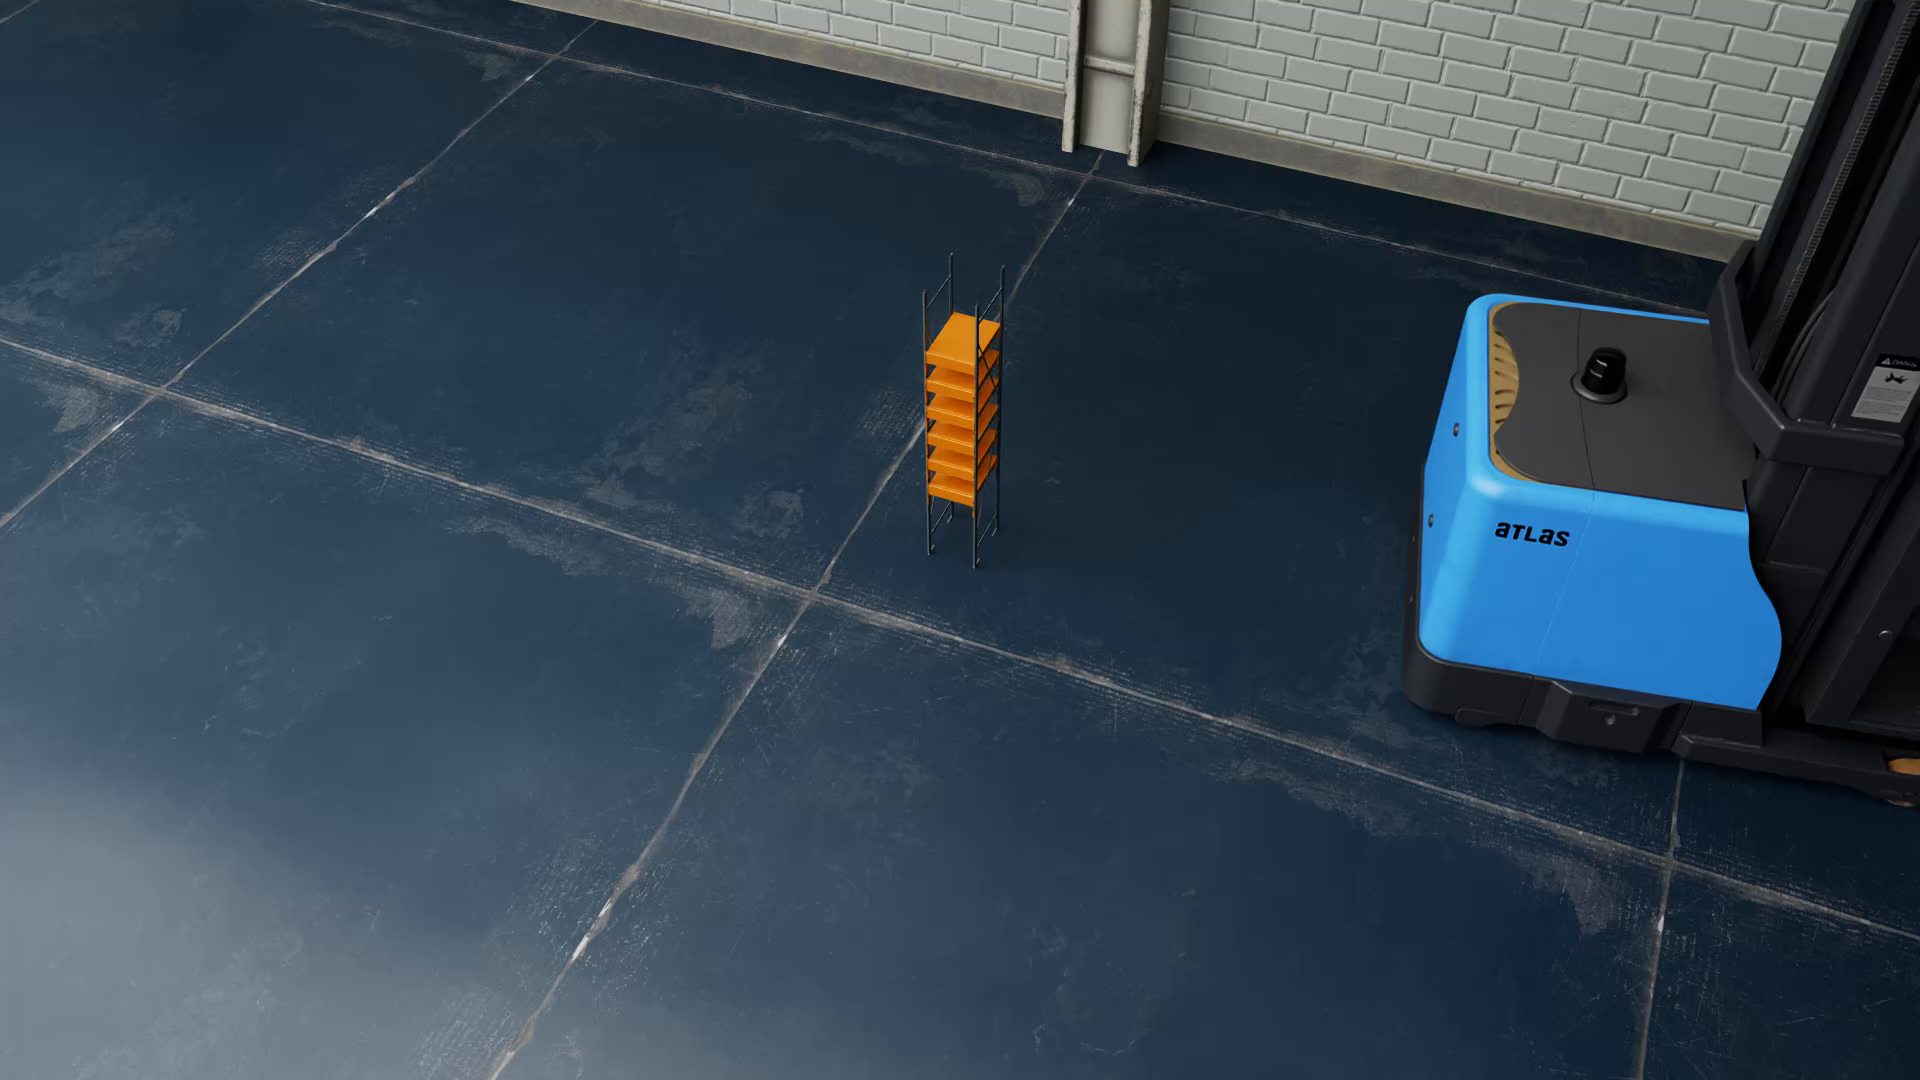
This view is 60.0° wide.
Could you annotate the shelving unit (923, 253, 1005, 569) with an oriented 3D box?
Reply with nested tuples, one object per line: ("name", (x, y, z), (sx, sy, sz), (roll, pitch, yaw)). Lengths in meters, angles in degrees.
("shelving unit", (0.013, -0.421, 5.823), (0.189, 1.200, 0.258), (16, 47, 16))

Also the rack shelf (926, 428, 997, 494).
("rack shelf", (0.013, -0.305, 5.939), (0.180, 0.103, 0.258), (16, 47, 16))

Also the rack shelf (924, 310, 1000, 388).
("rack shelf", (0.013, -0.645, 5.600), (0.180, 0.103, 0.258), (16, 47, 16))

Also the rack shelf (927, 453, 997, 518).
("rack shelf", (0.013, -0.220, 6.023), (0.180, 0.103, 0.258), (16, 47, 16))

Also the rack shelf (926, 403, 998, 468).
("rack shelf", (0.013, -0.390, 5.854), (0.180, 0.103, 0.258), (16, 47, 16))

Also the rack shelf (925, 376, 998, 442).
("rack shelf", (0.013, -0.475, 5.770), (0.180, 0.103, 0.258), (16, 47, 16))

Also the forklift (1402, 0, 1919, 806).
("forklift", (3.074, -0.562, 4.736), (3.031, 2.935, 1.130), (9, 46, 9))

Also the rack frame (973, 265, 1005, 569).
("rack frame", (0.098, -0.397, 5.798), (0.006, 1.200, 0.240), (16, 47, 16))

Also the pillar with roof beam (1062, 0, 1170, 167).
("pillar with roof beam", (-0.917, -2.351, 2.233), (0.400, 9.000, 9.100), (16, 47, 16))

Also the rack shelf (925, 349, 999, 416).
("rack shelf", (0.013, -0.560, 5.685), (0.180, 0.103, 0.258), (16, 47, 16))

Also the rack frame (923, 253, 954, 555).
("rack frame", (-0.071, -0.446, 5.848), (0.006, 1.200, 0.240), (16, 47, 16))
